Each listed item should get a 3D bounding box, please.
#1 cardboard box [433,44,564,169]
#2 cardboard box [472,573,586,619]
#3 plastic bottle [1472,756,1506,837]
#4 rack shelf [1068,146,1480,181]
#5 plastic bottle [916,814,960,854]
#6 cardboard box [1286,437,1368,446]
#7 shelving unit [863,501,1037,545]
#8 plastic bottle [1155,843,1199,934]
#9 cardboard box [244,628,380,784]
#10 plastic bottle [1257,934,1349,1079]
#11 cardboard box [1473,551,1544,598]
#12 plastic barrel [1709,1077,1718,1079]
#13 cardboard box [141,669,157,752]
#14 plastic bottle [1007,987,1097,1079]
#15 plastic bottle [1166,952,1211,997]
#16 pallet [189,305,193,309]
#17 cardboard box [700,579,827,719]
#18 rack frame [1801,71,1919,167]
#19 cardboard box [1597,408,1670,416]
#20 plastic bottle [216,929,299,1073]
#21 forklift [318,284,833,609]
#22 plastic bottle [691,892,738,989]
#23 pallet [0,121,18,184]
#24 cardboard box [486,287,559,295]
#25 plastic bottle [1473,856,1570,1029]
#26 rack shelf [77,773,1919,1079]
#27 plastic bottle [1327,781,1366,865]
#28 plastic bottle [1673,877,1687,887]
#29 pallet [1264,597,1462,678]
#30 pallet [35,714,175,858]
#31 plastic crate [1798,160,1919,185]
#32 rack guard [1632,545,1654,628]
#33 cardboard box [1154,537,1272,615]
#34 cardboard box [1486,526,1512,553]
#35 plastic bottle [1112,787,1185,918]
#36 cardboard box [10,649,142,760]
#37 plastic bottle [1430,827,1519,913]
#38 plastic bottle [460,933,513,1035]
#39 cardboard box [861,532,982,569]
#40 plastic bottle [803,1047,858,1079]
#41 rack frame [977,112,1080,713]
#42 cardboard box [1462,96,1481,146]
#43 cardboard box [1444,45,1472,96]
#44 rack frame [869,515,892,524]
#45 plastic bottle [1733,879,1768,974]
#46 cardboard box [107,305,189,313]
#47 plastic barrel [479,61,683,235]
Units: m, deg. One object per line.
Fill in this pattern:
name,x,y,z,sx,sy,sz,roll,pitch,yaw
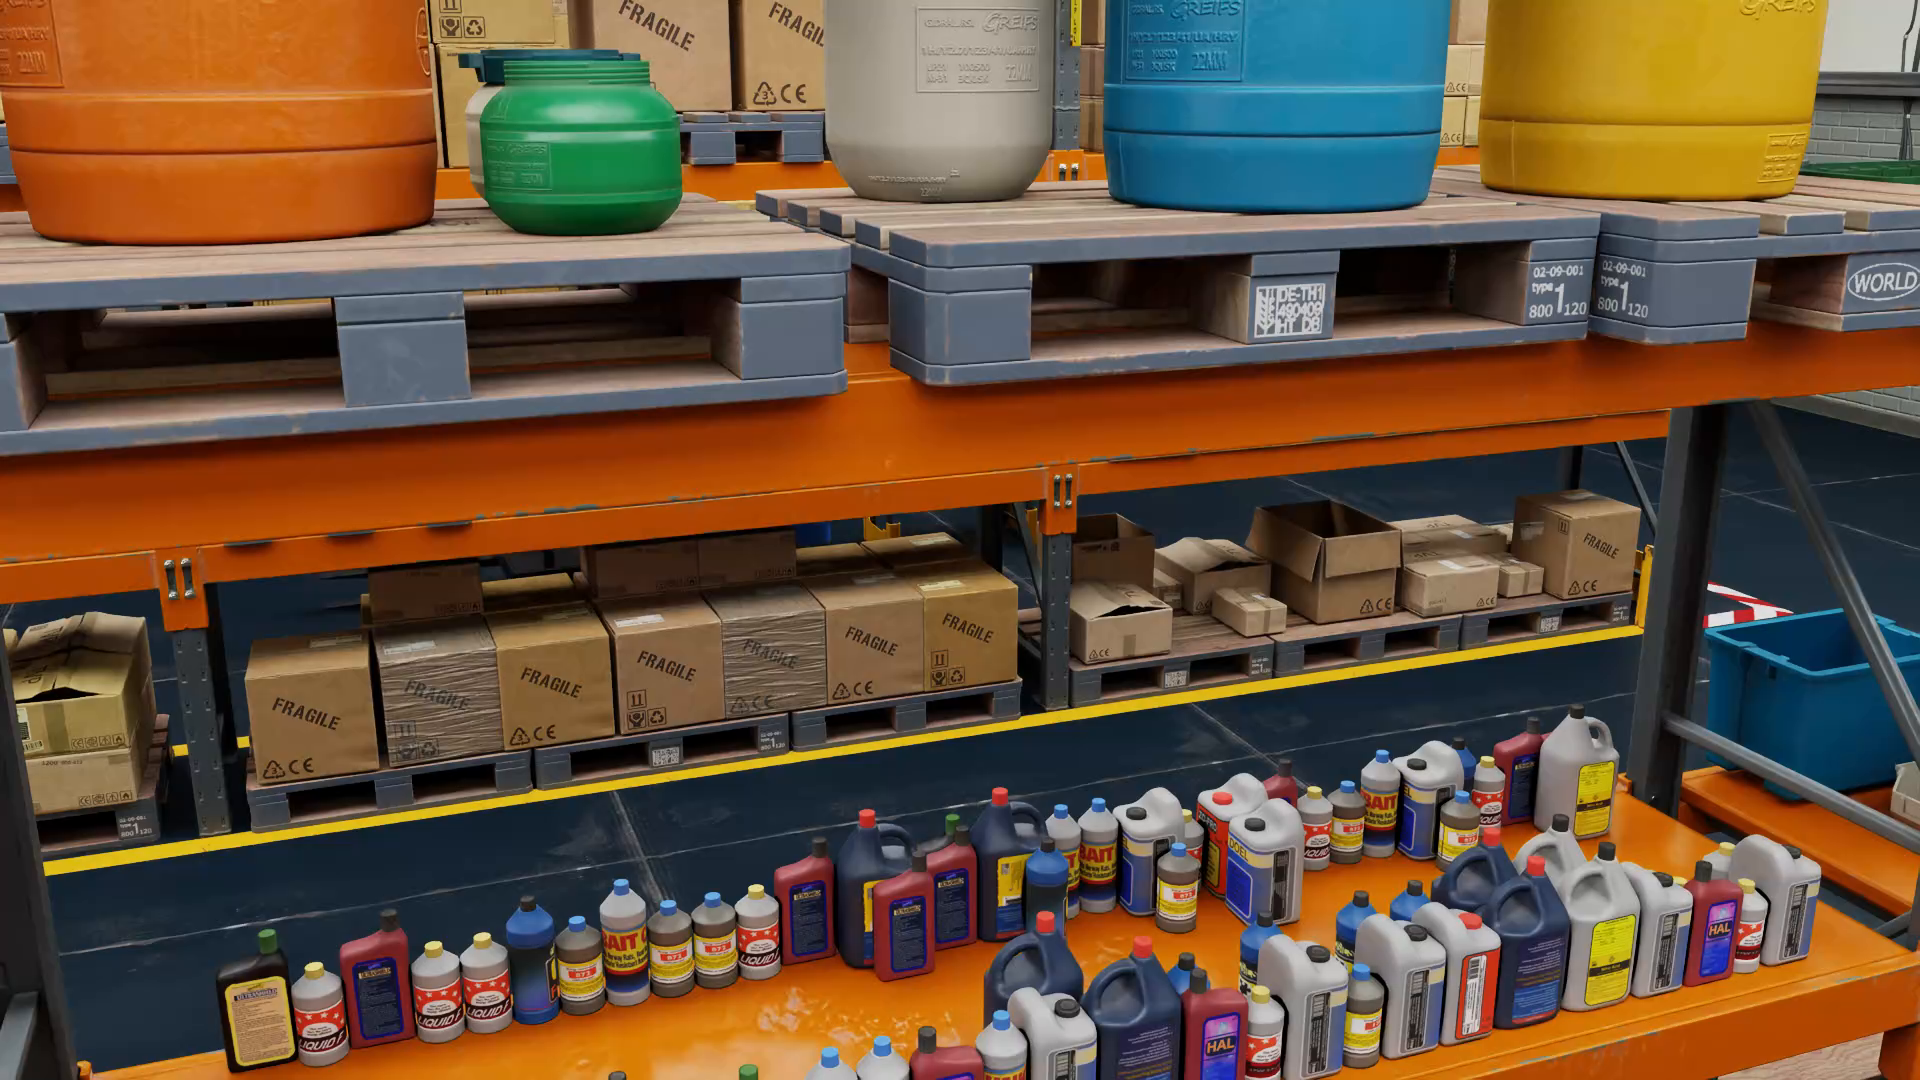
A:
cardboard box,-2.052,-1.928,7.339,0.500,0.500,0.910,-6,17,-20
cardboard box,-2.136,0.496,8.241,0.500,0.500,0.500,-7,18,-22
plastic bottle,1.374,0.666,4.359,0.097,0.201,0.097,0,16,0
rack shelf,2.194,-1.983,8.981,4.000,0.370,1.077,-6,17,-20
plastic bottle,-0.050,0.775,3.842,0.133,0.283,0.061,-6,17,-20
cardboard box,1.845,-0.817,8.881,0.500,0.500,0.500,-6,17,-20
shelving unit,-0.071,-0.712,11.361,1.083,1.500,0.587,-6,17,-20
plastic bottle,0.508,0.806,3.884,0.097,0.201,0.097,0,16,0
cardboard box,-2.882,0.733,7.432,0.500,0.500,0.500,-5,17,-18
plastic bottle,0.689,0.925,3.344,0.135,0.276,0.152,-6,17,-20
cardboard box,3.231,0.194,9.860,0.250,0.166,0.380,-6,17,-20
plastic barrel,1.581,1.472,4.241,0.708,0.901,0.600,-6,17,-20
cardboard box,-4.003,0.809,7.654,0.500,0.250,0.500,-6,17,-20
plastic bottle,0.175,0.981,3.155,0.135,0.276,0.152,-6,17,-20
plastic bottle,0.444,0.944,3.289,0.097,0.271,0.097,0,16,0
pallet,-5.812,-1.395,11.366,1.003,0.211,1.213,-6,17,-20
cardboard box,-0.965,0.524,8.145,0.500,0.500,0.500,-6,17,-19
rack frame,2.095,-2.262,3.331,0.127,3.000,1.000,-6,17,-20
cardboard box,3.741,-1.022,9.577,0.500,0.500,0.500,-6,17,-18
plastic bottle,-1.415,0.922,3.340,0.133,0.283,0.061,-6,17,-20
forklift,-2.367,-1.060,10.007,3.031,2.935,1.130,-7,18,-22
plastic bottle,-0.540,0.873,3.655,0.097,0.201,0.097,0,16,0
pallet,-4.011,-1.541,6.533,1.003,0.211,1.213,-5,17,-18
cardboard box,-3.200,-1.924,12.084,0.500,0.500,0.500,-6,17,-19
plastic bottle,1.181,0.837,3.511,0.185,0.351,0.144,-6,17,-20
rack shelf,0.228,1.163,3.591,4.000,0.370,1.077,-6,17,-20
plastic bottle,0.976,0.709,4.212,0.097,0.201,0.097,0,16,0
plastic bottle,1.598,0.853,3.724,0.097,0.201,0.097,0,16,0
pallet,2.109,0.458,9.666,1.213,0.211,1.003,-6,17,-20
pallet,-4.192,1.127,7.387,1.213,0.211,1.003,-6,17,-20
plastic crate,2.383,-0.844,4.200,0.662,0.188,0.450,-6,17,-20
rack guard,3.990,0.116,10.315,0.348,0.500,1.175,-6,17,-20
cardboard box,1.457,0.184,9.640,0.500,0.311,0.500,-6,17,-20
cardboard box,3.314,0.035,10.404,0.250,0.166,0.380,-6,17,-20
plastic bottle,0.445,0.739,3.978,0.135,0.276,0.152,-6,17,-20
cardboard box,-3.810,0.682,7.091,0.500,0.311,0.500,-6,17,-19
plastic bottle,1.130,0.799,3.640,0.185,0.351,0.144,-6,17,-20
plastic bottle,-0.994,0.922,3.488,0.097,0.201,0.097,0,16,0
cardboard box,-0.213,0.286,8.958,0.500,0.500,0.500,-7,18,-23
plastic bottle,-0.230,1.035,2.979,0.097,0.271,0.097,0,16,0
rack frame,0.326,-0.687,8.615,0.127,3.000,1.000,-6,17,-20
cardboard box,2.743,-2.235,8.829,0.500,0.250,0.500,-6,17,-20
cardboard box,2.273,-2.427,8.594,0.500,0.250,0.500,-6,17,-20
rack frame,-0.554,-0.660,11.183,0.032,1.500,0.500,-6,17,-20
plastic bottle,1.744,0.855,3.715,0.097,0.201,0.097,0,16,0
cardboard box,-5.620,-1.796,11.433,0.500,0.500,0.700,-8,18,-27
plastic barrel,-0.568,-0.593,2.501,0.294,0.245,0.294,0,16,0
